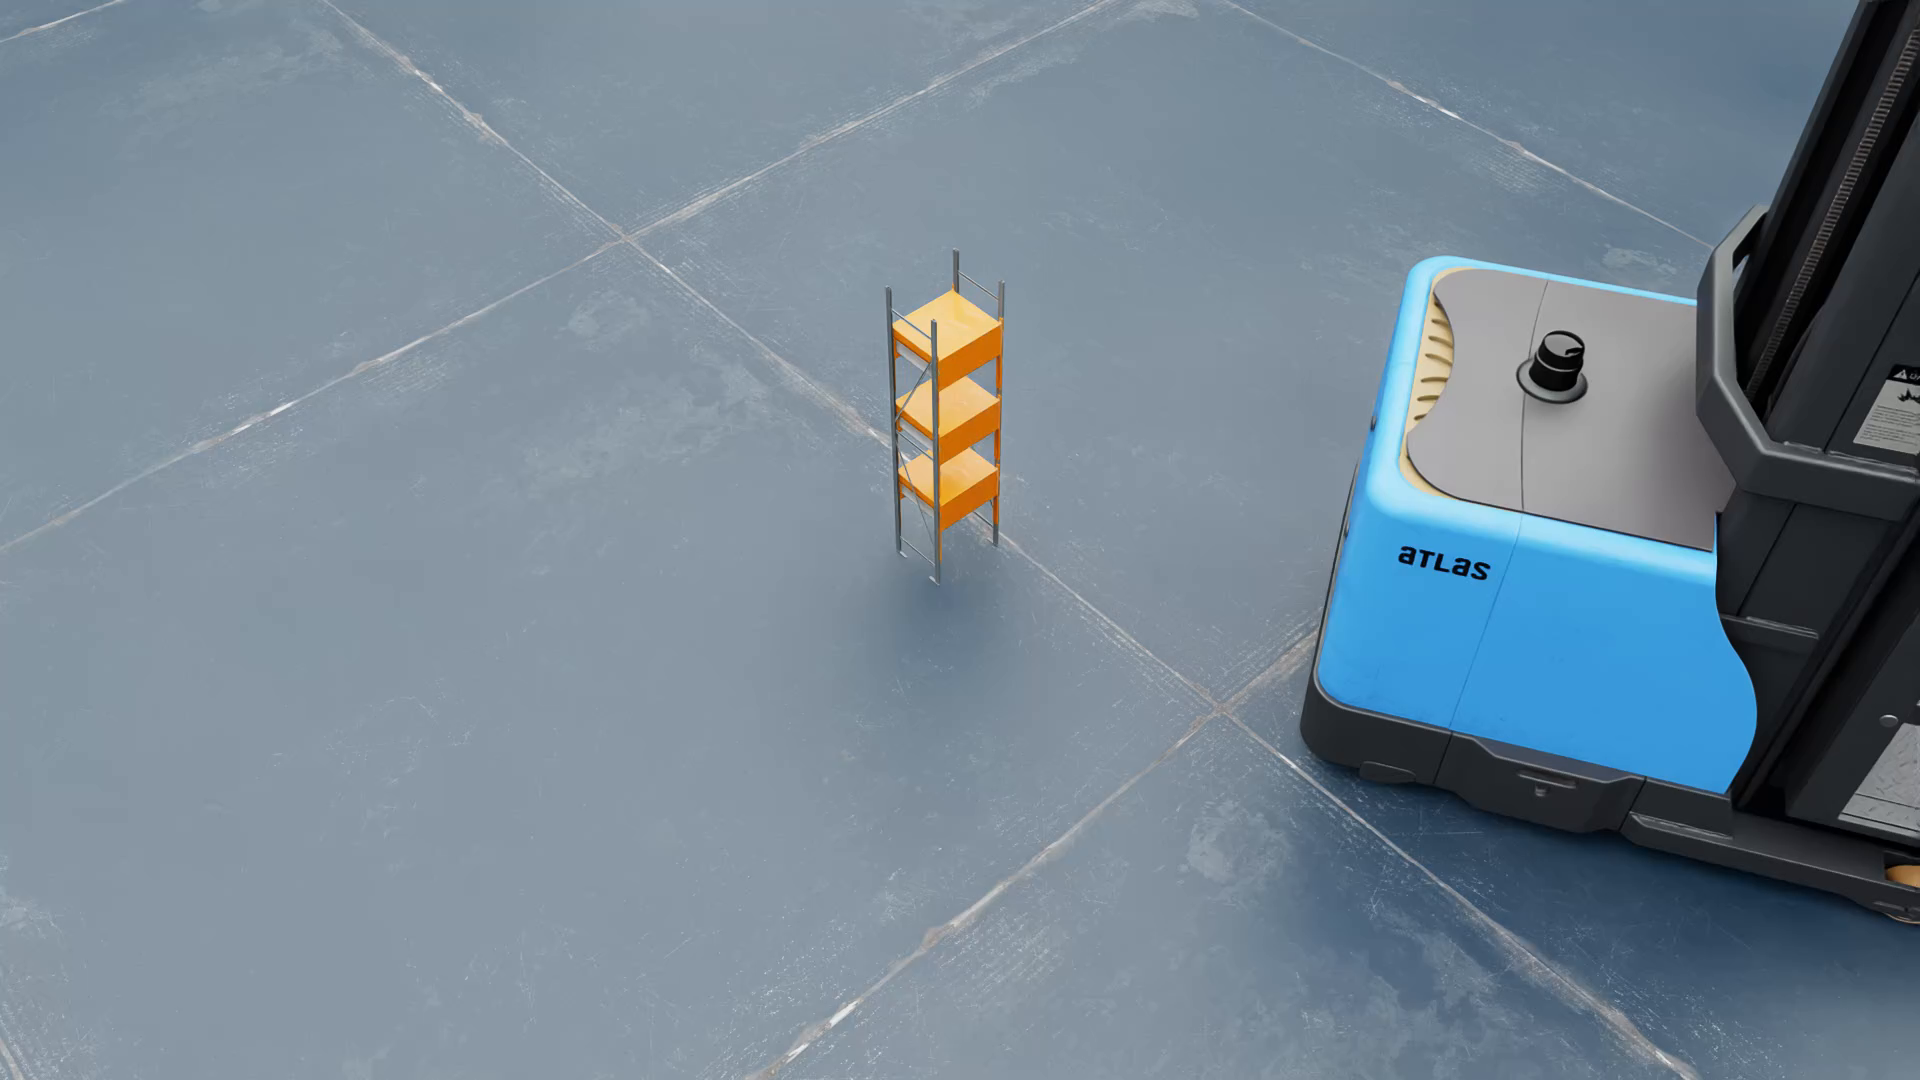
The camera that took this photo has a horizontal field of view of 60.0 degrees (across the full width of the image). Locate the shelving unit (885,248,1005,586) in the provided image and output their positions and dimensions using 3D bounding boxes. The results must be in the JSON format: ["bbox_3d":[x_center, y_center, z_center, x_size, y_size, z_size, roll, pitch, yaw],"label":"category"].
[{"bbox_3d":[-0.040,-0.330,4.840,0.252,1.050,0.215,-34,56,-27],"label":"shelving unit"}]

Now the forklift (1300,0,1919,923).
[{"bbox_3d":[2.528,-0.396,3.621,3.031,2.935,1.130,13,49,12],"label":"forklift"}]

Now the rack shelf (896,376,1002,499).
[{"bbox_3d":[-0.040,-0.322,4.848,0.240,0.259,0.215,-34,56,-27],"label":"rack shelf"}]

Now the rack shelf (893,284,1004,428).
[{"bbox_3d":[-0.040,-0.515,4.639,0.240,0.259,0.215,-34,56,-27],"label":"rack shelf"}]

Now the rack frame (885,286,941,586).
[{"bbox_3d":[-0.130,-0.269,4.784,0.008,1.050,0.200,-34,56,-27],"label":"rack frame"}]

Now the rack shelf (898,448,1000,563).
[{"bbox_3d":[-0.040,-0.134,5.052,0.240,0.259,0.215,-34,56,-27],"label":"rack shelf"}]

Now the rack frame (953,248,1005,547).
[{"bbox_3d":[0.051,-0.390,4.895,0.008,1.050,0.200,-34,56,-27],"label":"rack frame"}]
